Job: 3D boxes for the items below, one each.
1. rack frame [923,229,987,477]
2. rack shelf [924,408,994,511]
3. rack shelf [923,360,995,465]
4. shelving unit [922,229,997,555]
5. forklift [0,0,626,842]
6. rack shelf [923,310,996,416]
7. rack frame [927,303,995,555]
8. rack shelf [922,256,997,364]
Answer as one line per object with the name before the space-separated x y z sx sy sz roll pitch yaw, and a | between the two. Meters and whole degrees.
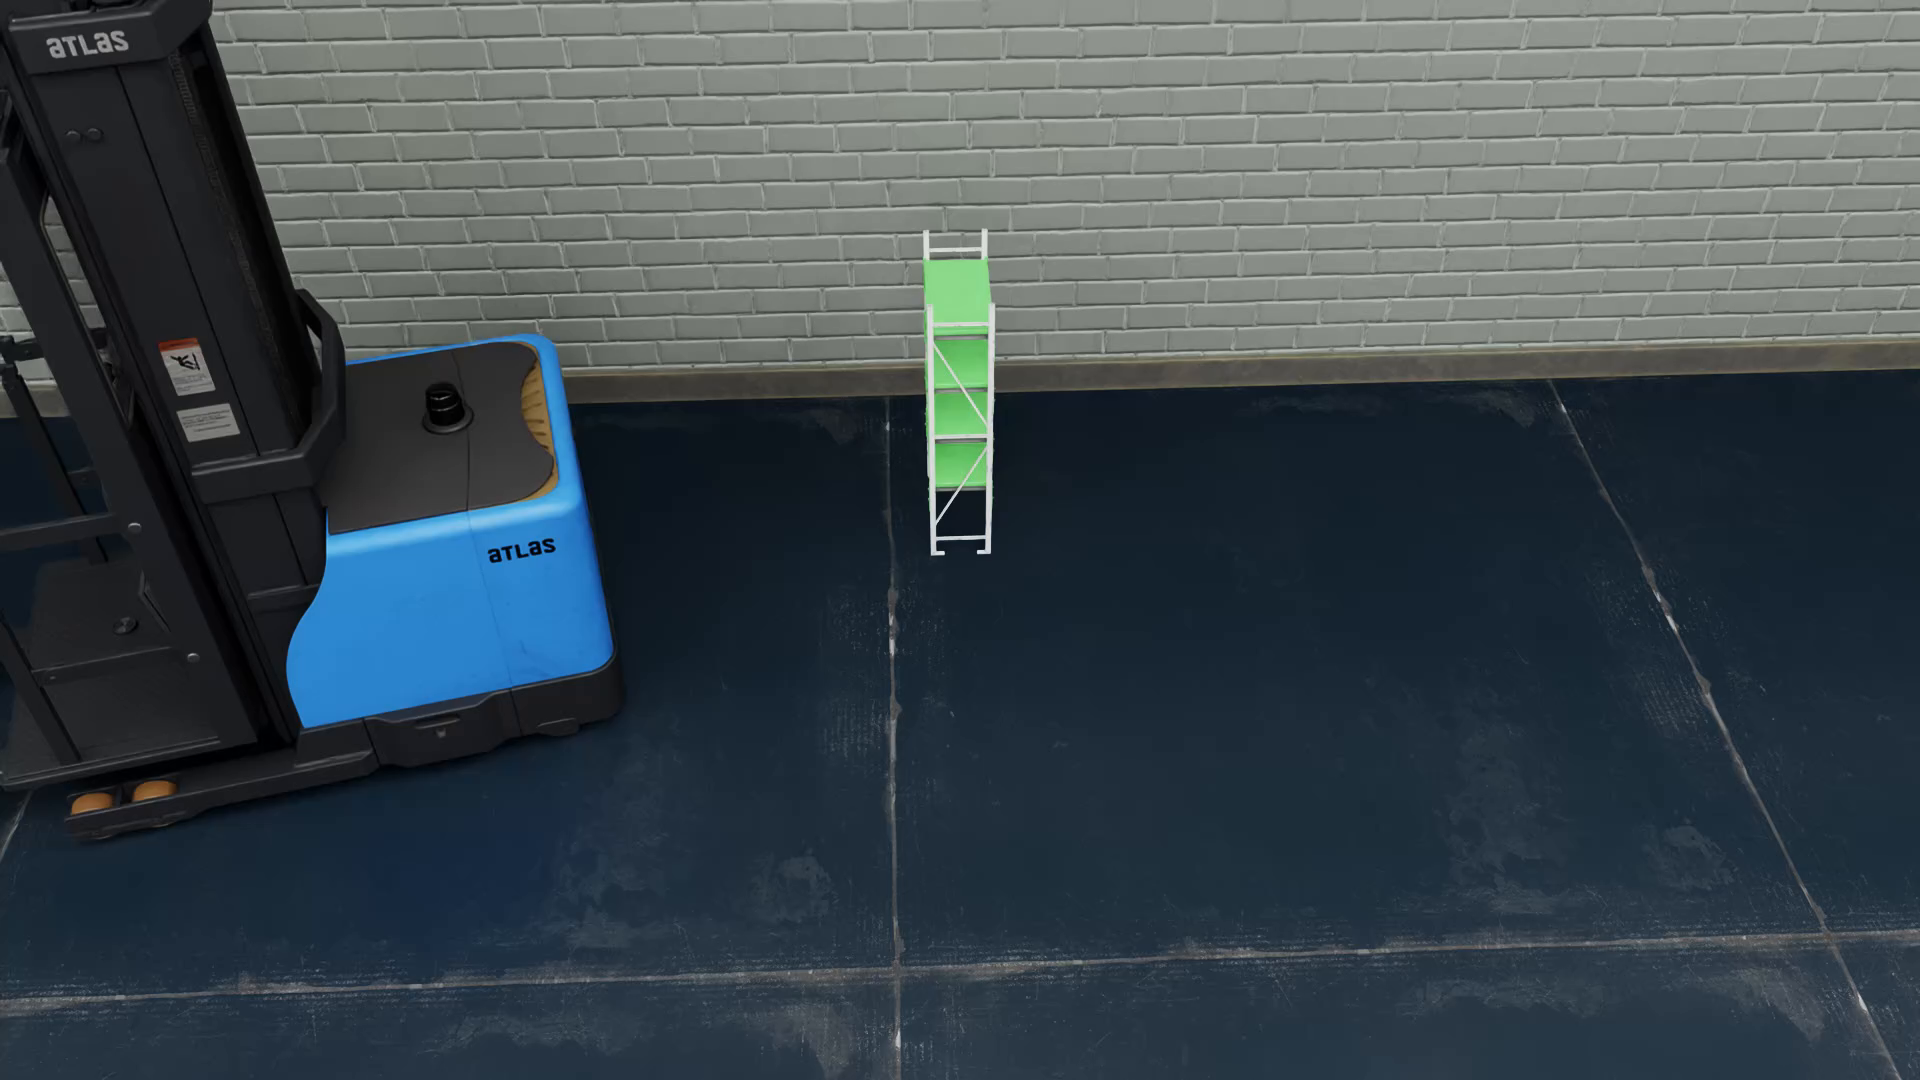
rack frame | -0.017 -0.719 6.646 0.240 1.200 0.015 -2 43 -2
rack shelf | -0.007 -0.330 6.672 0.258 0.148 0.480 -2 43 -2
rack shelf | -0.007 -0.507 6.510 0.258 0.148 0.480 -2 43 -2
shelving unit | -0.007 -0.554 6.466 0.258 1.200 0.503 -2 43 -2
forklift | -2.784 -0.464 5.087 3.031 2.935 1.130 -11 44 -12
rack shelf | -0.007 -0.684 6.347 0.258 0.148 0.480 -2 43 -2
rack frame | 0.003 -0.389 6.287 0.240 1.200 0.015 -2 43 -2
rack shelf | -0.007 -0.861 6.185 0.258 0.148 0.480 -2 43 -2
